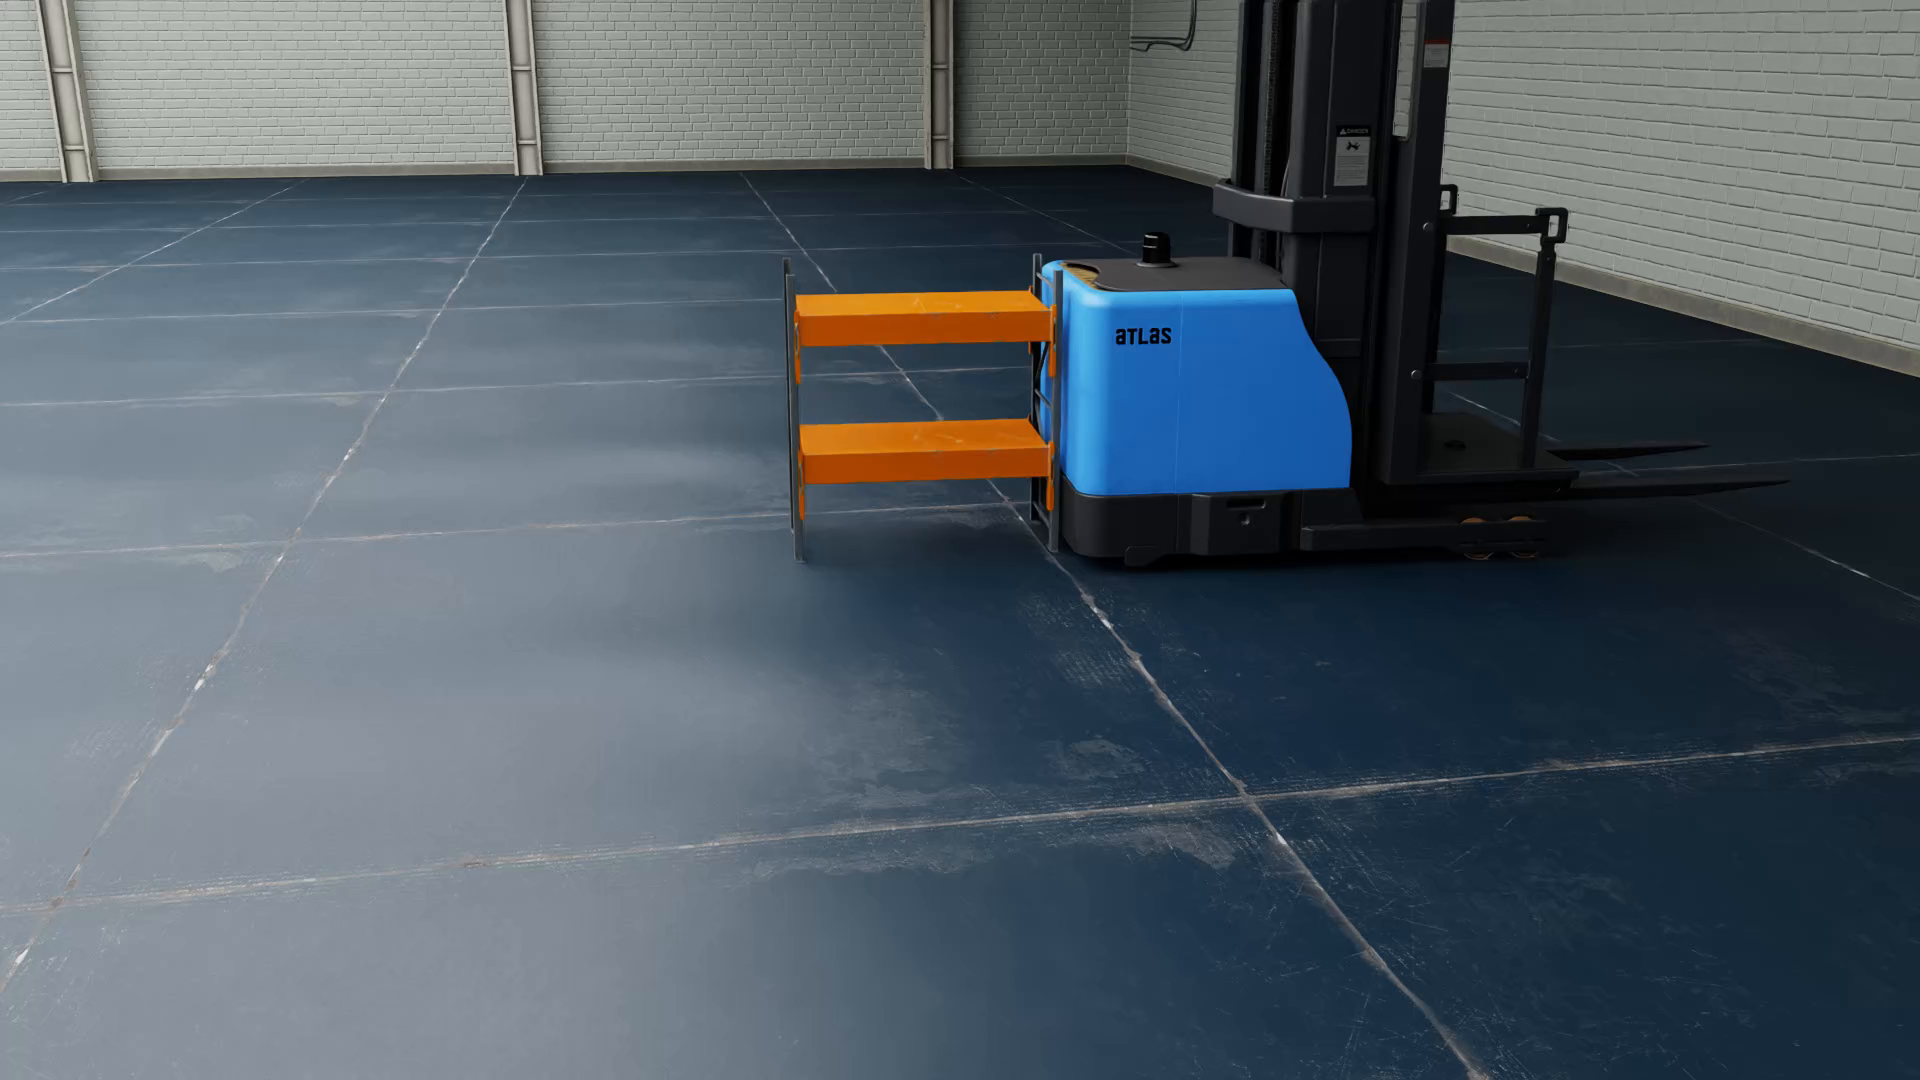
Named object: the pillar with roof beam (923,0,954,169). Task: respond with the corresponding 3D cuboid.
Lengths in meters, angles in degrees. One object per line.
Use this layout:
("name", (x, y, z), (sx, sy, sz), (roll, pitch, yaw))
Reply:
("pillar with roof beam", (0.499, -8.672, 19.718), (0.400, 9.000, 9.100), (-3, 17, -10))

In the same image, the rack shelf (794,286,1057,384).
("rack shelf", (-0.159, -0.817, 6.560), (1.000, 0.278, 0.538), (-2, 17, -7))

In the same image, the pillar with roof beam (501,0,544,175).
("pillar with roof beam", (-5.392, -8.337, 18.630), (0.400, 9.000, 9.100), (-3, 17, -10))

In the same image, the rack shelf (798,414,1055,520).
("rack shelf", (-0.159, -0.304, 6.718), (1.000, 0.278, 0.538), (-2, 17, -7))

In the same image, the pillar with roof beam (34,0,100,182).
("pillar with roof beam", (-11.283, -8.003, 17.542), (0.400, 9.000, 9.100), (-3, 17, -10))

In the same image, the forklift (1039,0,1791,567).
("forklift", (1.882, -1.472, 6.612), (3.031, 2.935, 1.130), (-2, 17, -7))

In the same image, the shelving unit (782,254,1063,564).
("shelving unit", (-0.159, -0.538, 6.646), (1.048, 1.125, 0.538), (-2, 17, -7))

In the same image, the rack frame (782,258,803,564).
("rack frame", (-0.663, -0.518, 6.583), (0.032, 1.125, 0.500), (-2, 17, -7))

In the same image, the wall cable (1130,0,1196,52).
("wall cable", (2.826, -8.211, 23.507), (0.112, 2.526, 3.097), (-3, 17, -10))

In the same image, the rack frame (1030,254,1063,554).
("rack frame", (0.345, -0.557, 6.709), (0.032, 1.125, 0.500), (-2, 17, -7))
